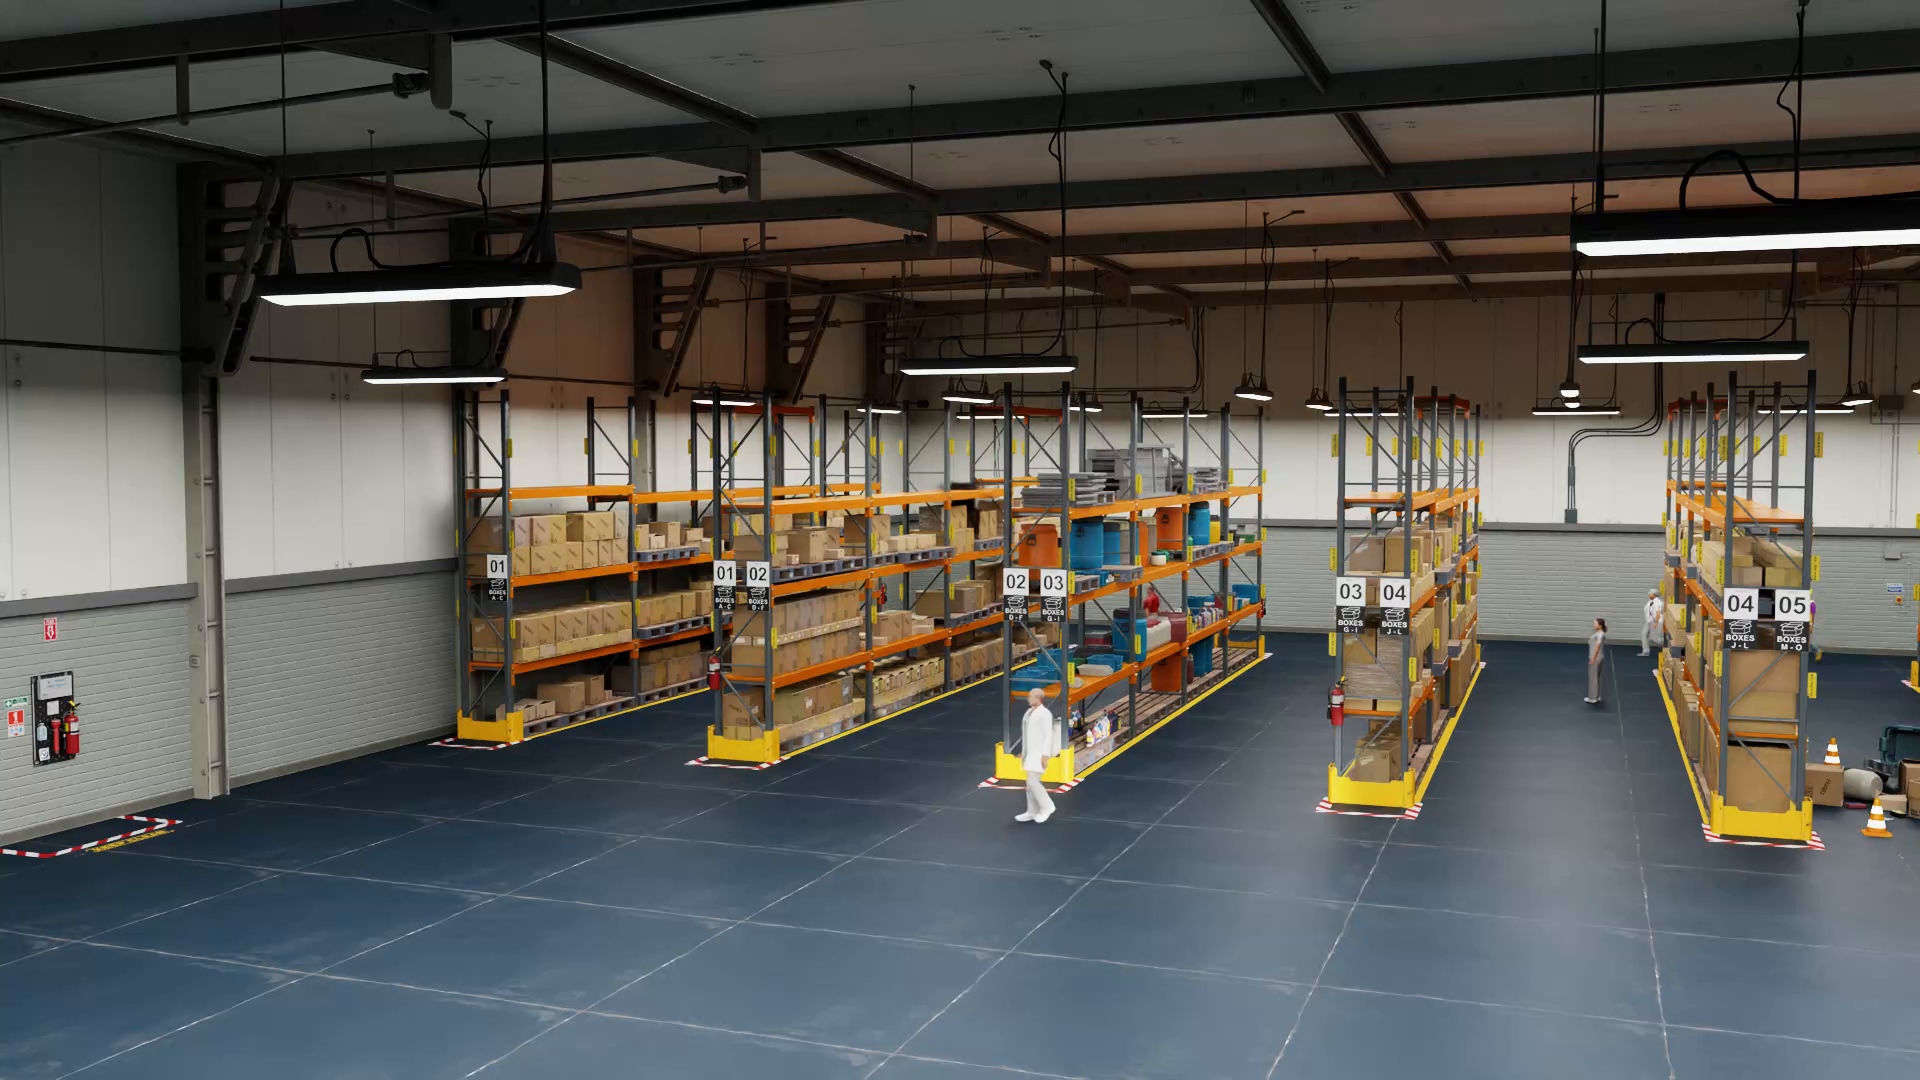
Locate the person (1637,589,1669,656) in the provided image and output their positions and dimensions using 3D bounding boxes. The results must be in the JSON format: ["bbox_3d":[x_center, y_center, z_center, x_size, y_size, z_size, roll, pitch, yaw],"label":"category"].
[{"bbox_3d":[16.653,1.977,39.797,0.817,1.631,0.484,0,3,3],"label":"person"}]

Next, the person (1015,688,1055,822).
[{"bbox_3d":[1.009,2.877,22.259,0.495,1.781,0.632,-1,3,-25],"label":"person"}]

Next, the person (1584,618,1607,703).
[{"bbox_3d":[12.512,2.365,32.789,0.444,1.680,0.483,2,4,34],"label":"person"}]

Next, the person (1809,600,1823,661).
[{"bbox_3d":[19.666,1.986,38.701,0.736,1.738,0.586,-1,3,-16],"label":"person"}]

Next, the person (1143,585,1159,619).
[{"bbox_3d":[4.591,1.960,40.076,0.363,1.782,0.602,2,4,36],"label":"person"}]
